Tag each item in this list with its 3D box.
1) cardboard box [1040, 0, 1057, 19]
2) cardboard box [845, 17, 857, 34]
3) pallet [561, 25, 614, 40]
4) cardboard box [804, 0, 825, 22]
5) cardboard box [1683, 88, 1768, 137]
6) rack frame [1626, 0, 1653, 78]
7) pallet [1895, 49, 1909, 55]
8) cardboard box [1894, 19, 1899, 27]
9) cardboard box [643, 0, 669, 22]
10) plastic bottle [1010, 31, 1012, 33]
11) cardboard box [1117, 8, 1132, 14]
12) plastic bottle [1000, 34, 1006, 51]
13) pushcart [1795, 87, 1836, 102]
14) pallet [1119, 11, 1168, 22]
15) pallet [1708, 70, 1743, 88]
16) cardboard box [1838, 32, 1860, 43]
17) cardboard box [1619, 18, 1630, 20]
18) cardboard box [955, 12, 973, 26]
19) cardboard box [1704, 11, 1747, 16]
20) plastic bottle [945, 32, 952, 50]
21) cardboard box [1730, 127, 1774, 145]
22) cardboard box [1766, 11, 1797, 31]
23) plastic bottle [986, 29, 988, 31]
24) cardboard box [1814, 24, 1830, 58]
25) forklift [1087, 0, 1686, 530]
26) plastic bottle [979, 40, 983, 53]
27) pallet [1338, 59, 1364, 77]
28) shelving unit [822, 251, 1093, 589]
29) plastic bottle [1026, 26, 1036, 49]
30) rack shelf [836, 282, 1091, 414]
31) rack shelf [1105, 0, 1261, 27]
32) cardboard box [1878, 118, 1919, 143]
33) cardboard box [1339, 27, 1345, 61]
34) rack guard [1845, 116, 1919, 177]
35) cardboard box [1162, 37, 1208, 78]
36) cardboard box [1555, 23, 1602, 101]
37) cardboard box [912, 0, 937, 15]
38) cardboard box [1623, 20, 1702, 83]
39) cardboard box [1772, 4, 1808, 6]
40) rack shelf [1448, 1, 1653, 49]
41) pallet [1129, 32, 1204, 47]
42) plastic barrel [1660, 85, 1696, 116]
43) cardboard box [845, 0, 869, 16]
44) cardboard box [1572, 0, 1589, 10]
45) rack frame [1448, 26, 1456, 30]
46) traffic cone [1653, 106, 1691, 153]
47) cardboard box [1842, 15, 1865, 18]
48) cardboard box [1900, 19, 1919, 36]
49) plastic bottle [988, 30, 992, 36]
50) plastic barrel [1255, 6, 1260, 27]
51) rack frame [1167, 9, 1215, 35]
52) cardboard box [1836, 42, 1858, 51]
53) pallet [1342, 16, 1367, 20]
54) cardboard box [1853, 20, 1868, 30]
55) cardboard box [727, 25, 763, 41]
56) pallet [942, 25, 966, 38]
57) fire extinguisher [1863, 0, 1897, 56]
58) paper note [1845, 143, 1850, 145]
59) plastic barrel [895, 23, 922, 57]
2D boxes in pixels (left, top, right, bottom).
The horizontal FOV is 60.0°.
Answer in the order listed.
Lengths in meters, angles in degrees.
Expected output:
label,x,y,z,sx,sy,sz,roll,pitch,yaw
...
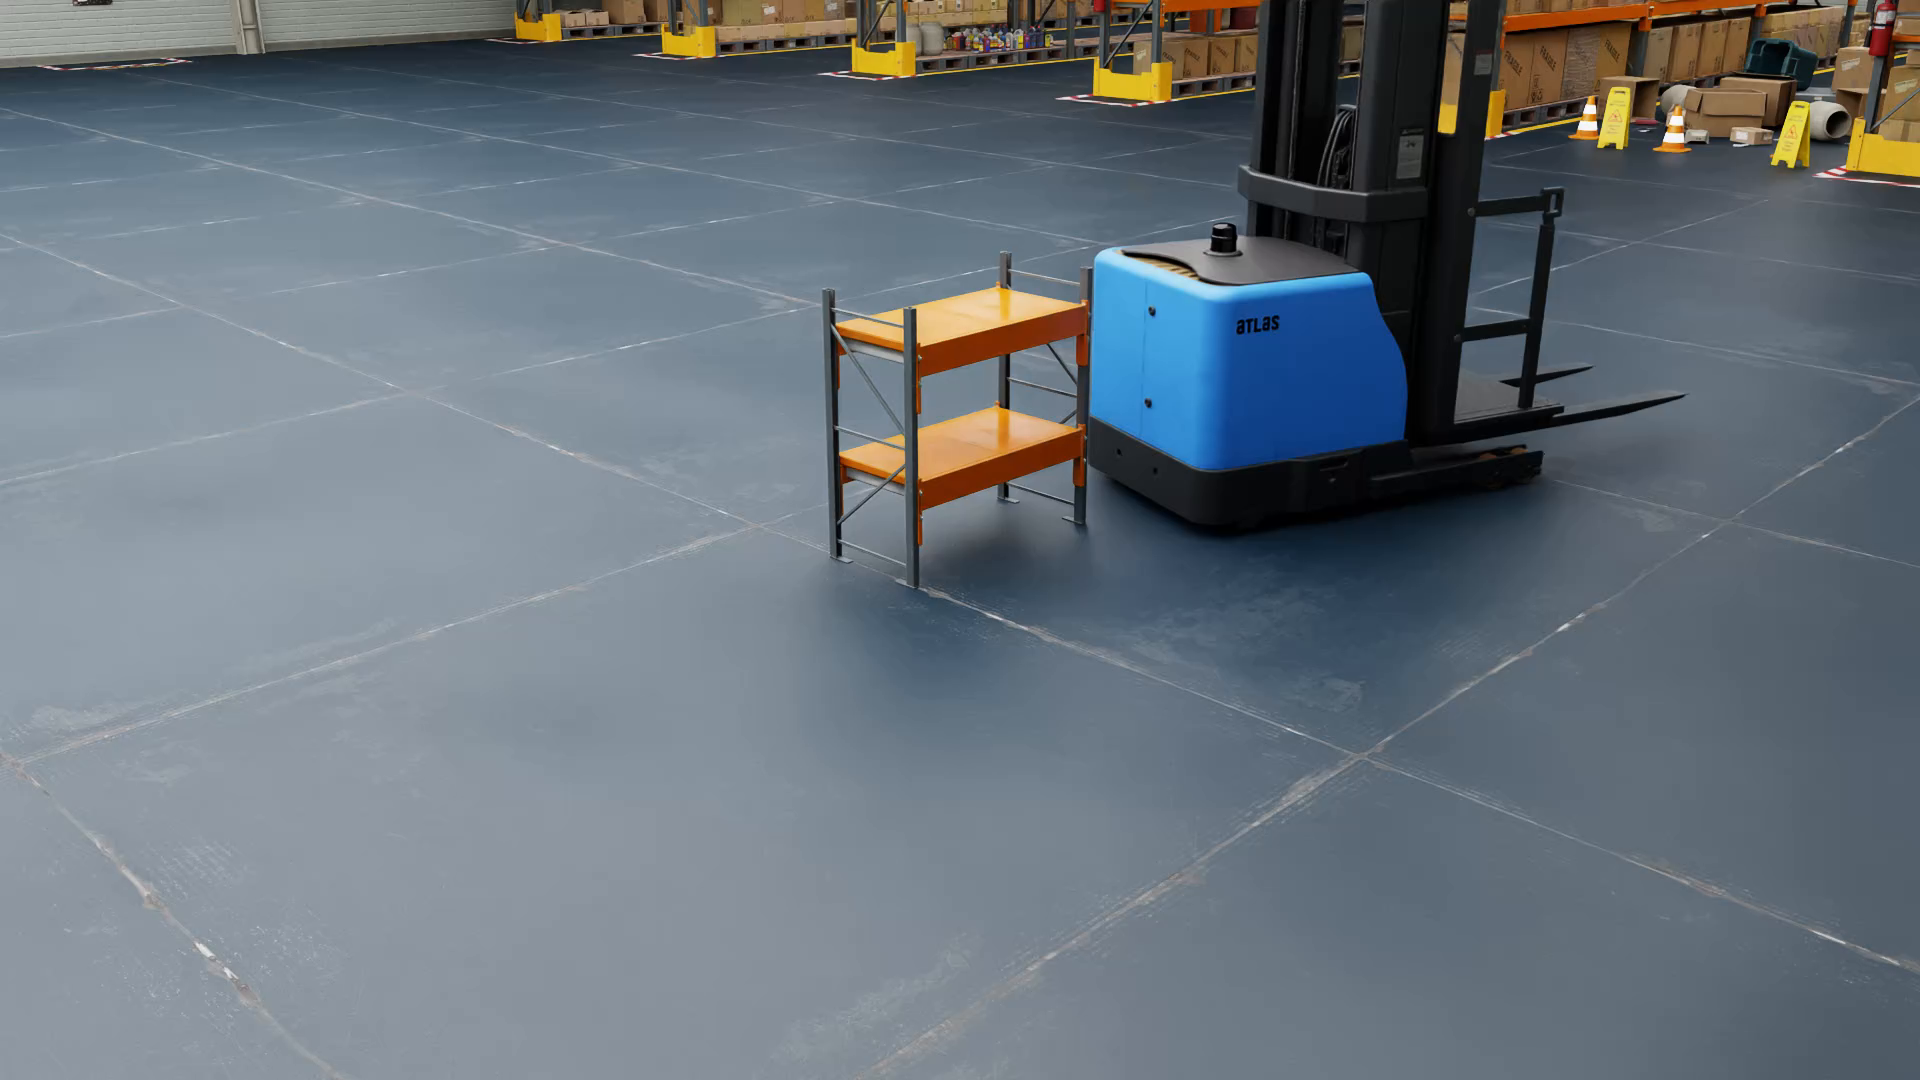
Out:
label,x,y,z,sx,sy,sz,roll,pitch,yaw
cardboard box,1.691,-11.263,35.067,0.500,0.500,0.500,18,27,39
cardboard box,-2.150,-9.753,31.516,0.500,0.250,0.500,19,28,41
pallet,-7.680,-10.143,33.170,1.003,0.211,1.213,19,28,41
cardboard box,-2.853,-9.848,30.718,0.500,0.500,0.500,19,28,41
cardboard box,8.834,-4.946,19.240,0.797,0.503,0.637,2,21,4
rack frame,8.596,-7.267,21.800,1.000,3.000,0.127,19,28,41
pallet,16.322,-8.830,29.754,1.003,0.211,1.213,19,28,41
cardboard box,16.100,-9.013,28.901,0.250,0.149,0.380,-19,28,-40
cardboard box,-6.230,-11.015,34.423,0.500,0.500,0.500,17,27,37
plastic bottle,0.870,-8.360,27.817,0.061,0.283,0.133,19,28,41
cardboard box,3.459,-11.911,36.753,0.500,0.500,0.500,19,28,40
plastic bottle,0.712,-8.231,27.499,0.097,0.271,0.097,0,21,0
pushcart,10.544,-5.388,20.566,1.648,0.377,0.936,9,23,23
pallet,4.078,-11.945,37.859,1.003,0.211,1.213,19,28,41
pallet,10.782,-6.810,24.497,1.003,0.211,1.213,19,28,41
cardboard box,14.659,-8.340,27.567,0.250,0.149,0.380,-19,28,-40
cardboard box,12.460,-10.405,32.340,0.875,0.875,0.875,19,28,41
cardboard box,-0.095,-10.497,33.451,0.500,0.250,0.500,-19,28,-41
cardboard box,11.675,-7.916,25.342,0.500,0.250,0.500,18,28,39
plastic bottle,-0.191,-8.299,27.659,0.133,0.283,0.061,-19,28,-41
cardboard box,8.889,-4.537,18.672,0.250,0.149,0.380,-6,22,-15
cardboard box,12.394,-7.921,25.356,0.500,0.250,0.500,19,28,40
plastic bottle,0.427,-8.527,28.252,0.133,0.283,0.061,-19,28,-40
cardboard box,13.483,-7.967,26.521,0.500,0.500,0.500,18,28,39
forklift,2.145,-1.759,7.565,3.031,2.935,1.130,-10,23,-24
plastic bottle,0.334,-8.059,27.149,0.097,0.201,0.097,0,21,0
pallet,5.654,-7.433,26.119,1.003,0.211,1.213,19,28,41
shelving unit,0.005,-0.527,6.877,0.538,1.125,1.048,19,28,41
plastic bottle,1.187,-8.456,27.972,0.144,0.351,0.185,18,27,38
rack shelf,0.005,-0.800,6.772,0.538,0.278,1.000,19,28,41
rack shelf,3.717,-7.684,23.889,1.077,0.370,4.000,19,28,41
cardboard box,9.810,-4.219,17.119,0.500,0.250,0.500,19,28,40
cardboard box,5.556,-7.725,25.863,0.700,0.500,0.500,17,27,37
rack guard,9.475,-3.878,16.468,1.175,0.500,0.348,19,28,41
cardboard box,3.162,-6.854,23.624,0.500,0.500,0.500,-12,24,-28
cardboard box,7.481,-6.094,21.125,0.875,0.875,0.875,20,28,41
cardboard box,-0.803,-10.493,32.660,0.500,0.311,0.500,18,27,39
cardboard box,9.640,-6.842,23.244,1.050,0.750,0.750,19,28,41
cardboard box,13.472,-8.579,27.066,0.500,0.250,0.500,18,27,38
rack shelf,7.200,-6.417,20.591,1.077,0.370,4.000,19,28,41
pallet,3.786,-9.311,31.005,1.003,0.211,1.213,19,28,41
plastic barrel,8.903,-5.389,20.504,0.421,0.421,0.512,-2,21,-5
cardboard box,-1.906,-10.365,32.325,0.500,0.311,0.500,19,28,41
cardboard box,7.220,-6.821,20.432,0.875,0.550,0.500,19,28,41
rack frame,7.903,-9.562,27.772,1.000,3.000,0.127,19,28,41
traffic cone,7.766,-4.465,18.047,0.336,0.463,0.334,19,28,41
cardboard box,15.670,-9.158,29.278,0.250,0.149,0.380,-19,28,-40
cardboard box,9.530,-5.058,16.403,0.250,0.149,0.380,-19,28,-40
plastic bottle,0.496,-8.506,28.214,0.097,0.271,0.097,0,21,0
plastic barrel,5.801,-10.425,32.898,0.421,0.512,0.421,0,21,0
rack frame,4.354,-10.802,30.997,1.000,3.000,0.127,19,28,41
cardboard box,14.661,-8.202,27.620,0.380,0.149,0.250,18,27,38
pallet,8.481,-11.042,35.510,1.003,0.211,1.213,19,28,41
cardboard box,15.107,-8.709,28.111,0.380,0.149,0.250,18,28,39
cardboard box,-3.893,-9.110,29.844,0.500,0.250,0.500,19,28,41
pallet,-0.645,-10.227,33.388,1.003,0.211,1.213,19,28,41
fire extinguisher,9.012,-5.075,16.206,0.296,0.674,0.183,19,28,41
paper note,9.942,-4.415,18.518,0.142,0.019,0.148,9,23,23
plastic barrel,-0.822,-7.969,26.508,0.421,0.512,0.421,0,21,0
